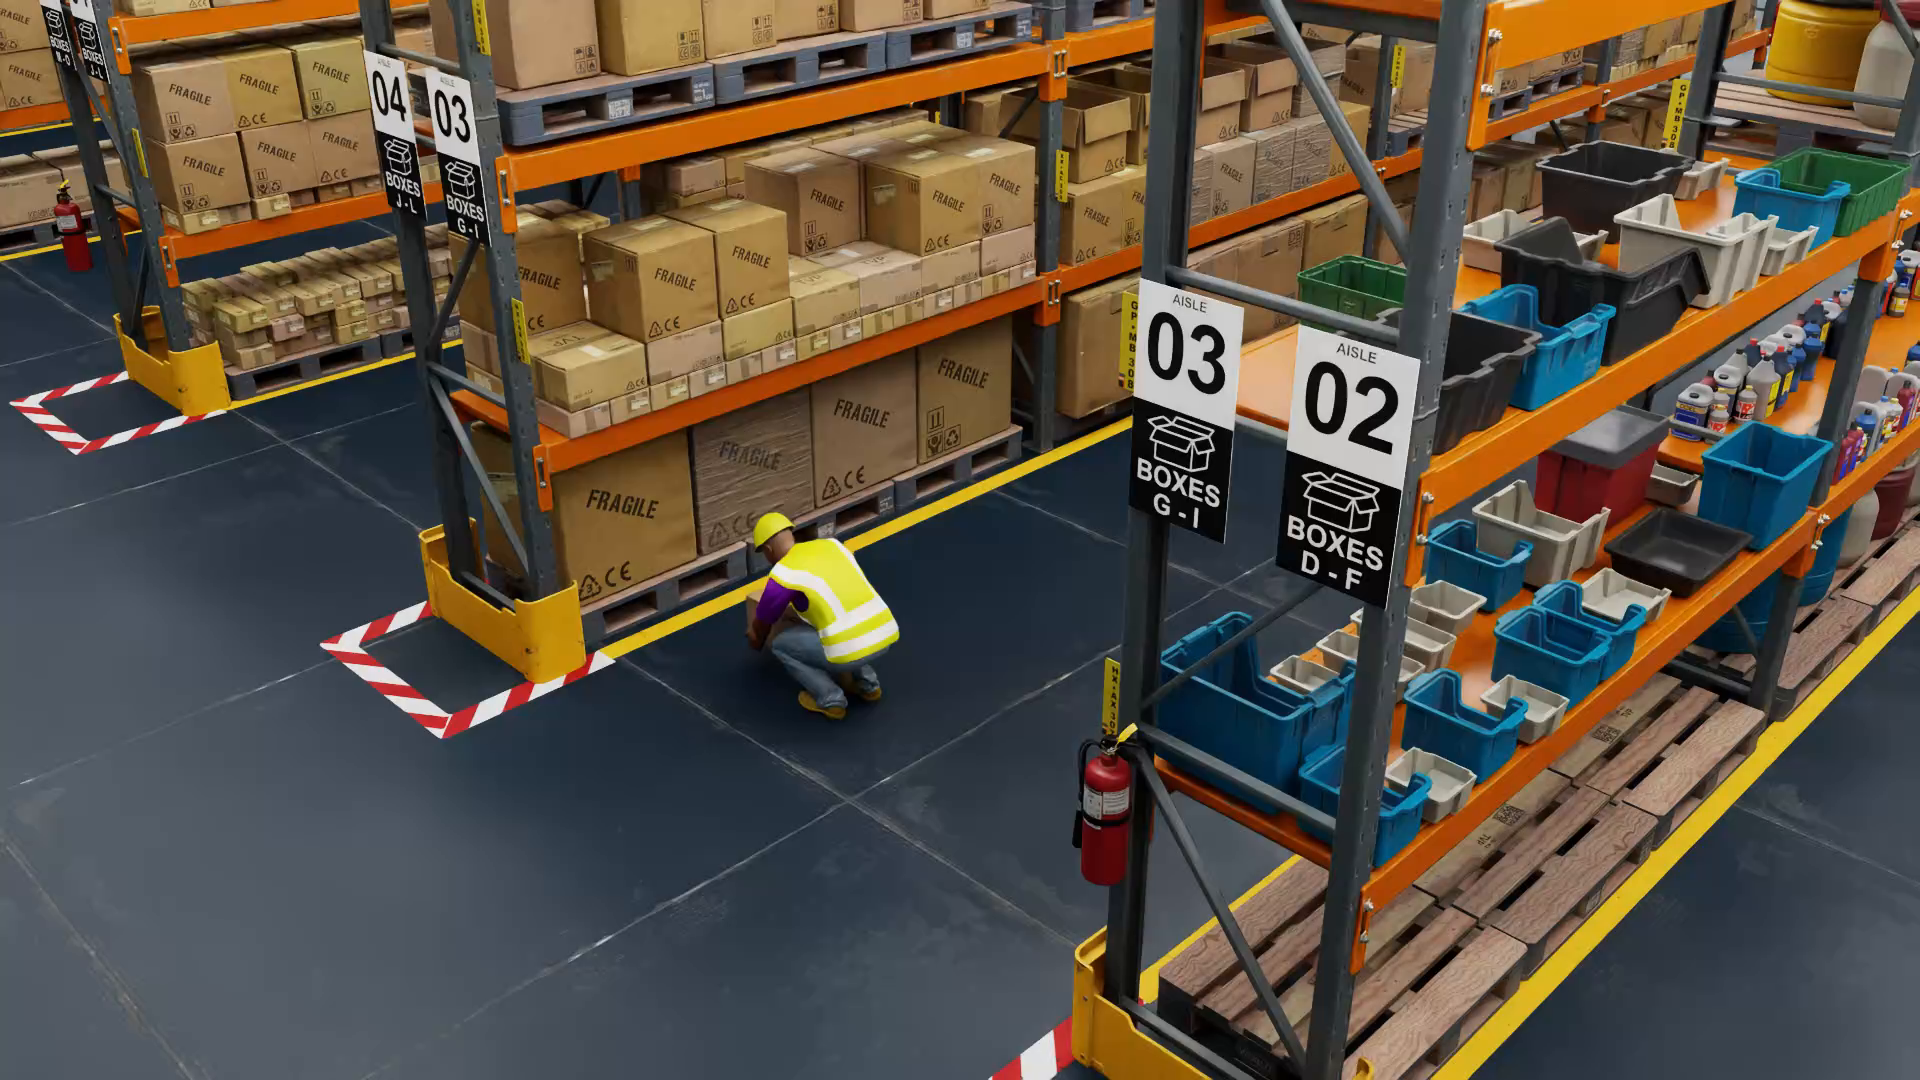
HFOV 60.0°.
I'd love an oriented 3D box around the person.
[{"bbox_3d":[-0.753,0.380,8.710,0.898,0.995,0.586,25,36,39],"label":"person"}]
